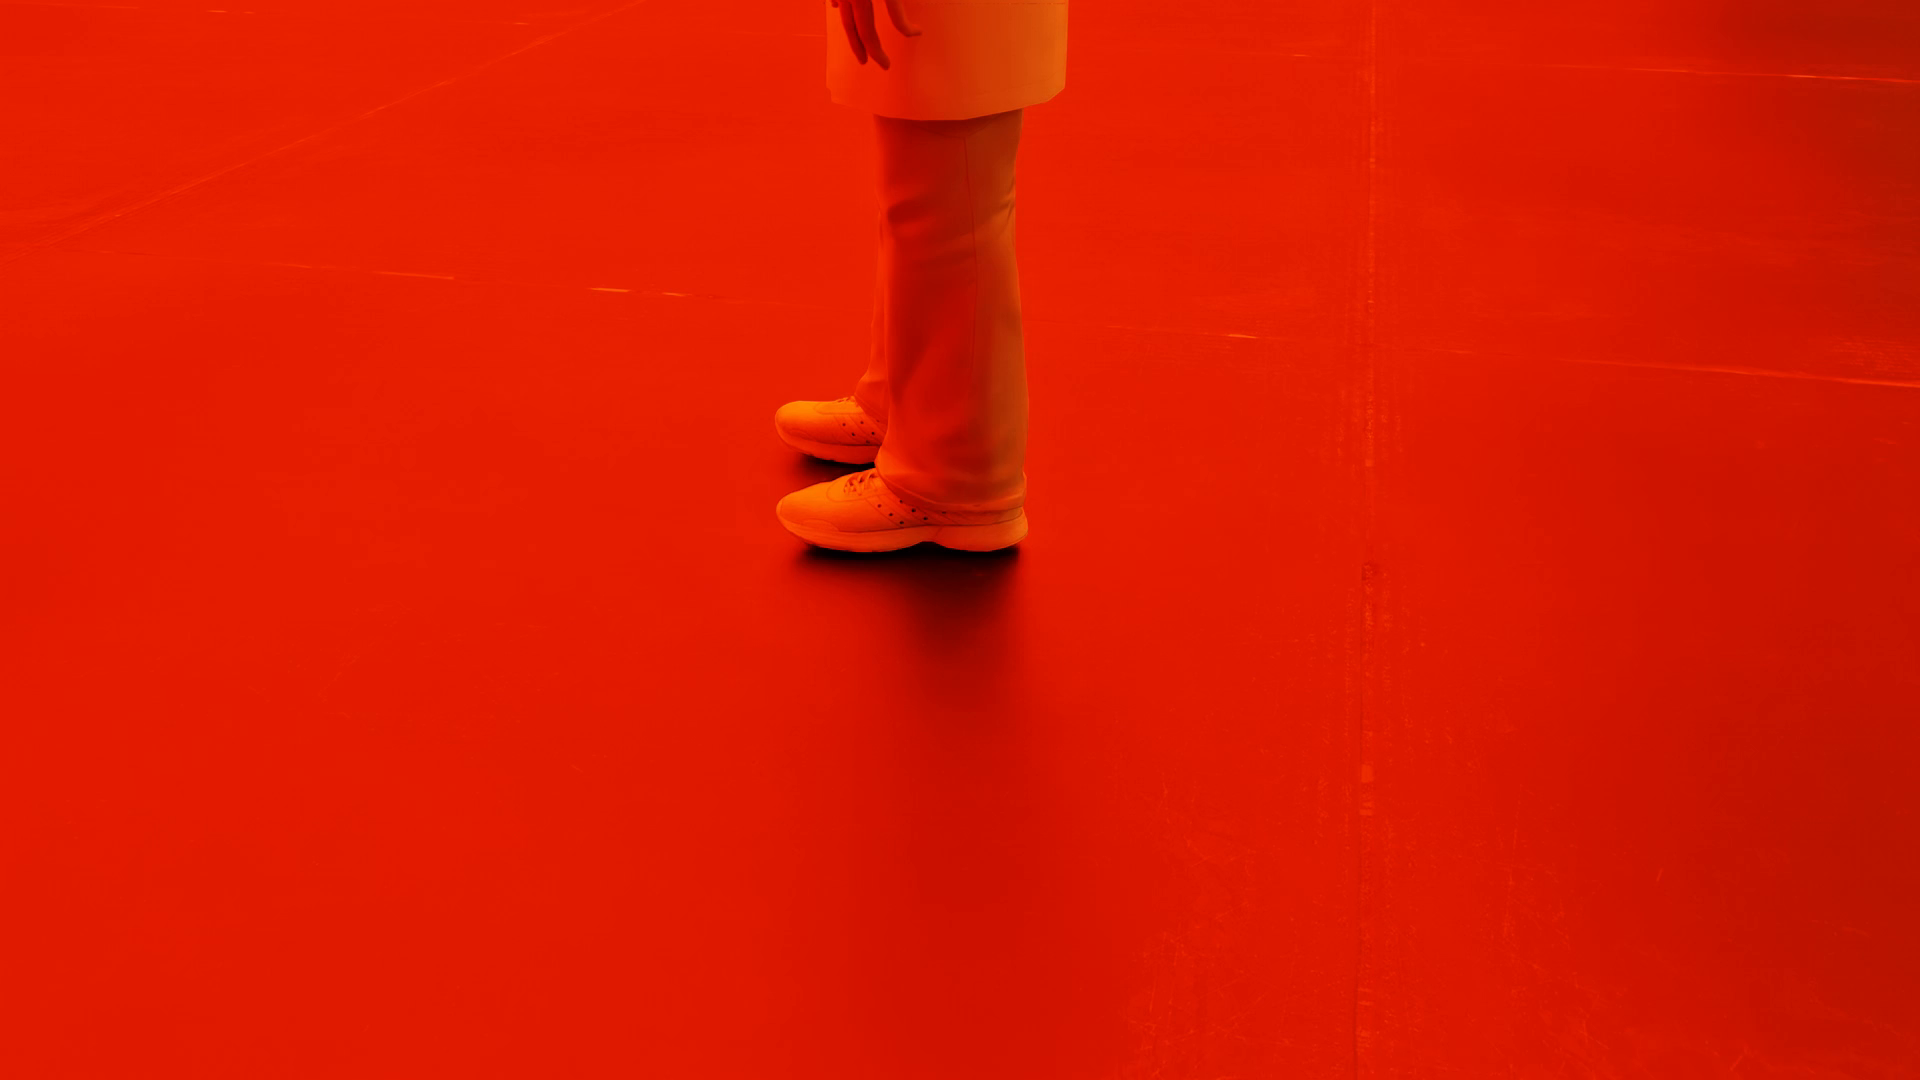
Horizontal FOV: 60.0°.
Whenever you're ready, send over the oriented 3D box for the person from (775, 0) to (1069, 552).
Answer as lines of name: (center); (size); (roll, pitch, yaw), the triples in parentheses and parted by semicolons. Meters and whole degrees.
person: (-0.088, -0.811, 2.117); (0.578, 1.778, 0.698); (6, 27, 11)
